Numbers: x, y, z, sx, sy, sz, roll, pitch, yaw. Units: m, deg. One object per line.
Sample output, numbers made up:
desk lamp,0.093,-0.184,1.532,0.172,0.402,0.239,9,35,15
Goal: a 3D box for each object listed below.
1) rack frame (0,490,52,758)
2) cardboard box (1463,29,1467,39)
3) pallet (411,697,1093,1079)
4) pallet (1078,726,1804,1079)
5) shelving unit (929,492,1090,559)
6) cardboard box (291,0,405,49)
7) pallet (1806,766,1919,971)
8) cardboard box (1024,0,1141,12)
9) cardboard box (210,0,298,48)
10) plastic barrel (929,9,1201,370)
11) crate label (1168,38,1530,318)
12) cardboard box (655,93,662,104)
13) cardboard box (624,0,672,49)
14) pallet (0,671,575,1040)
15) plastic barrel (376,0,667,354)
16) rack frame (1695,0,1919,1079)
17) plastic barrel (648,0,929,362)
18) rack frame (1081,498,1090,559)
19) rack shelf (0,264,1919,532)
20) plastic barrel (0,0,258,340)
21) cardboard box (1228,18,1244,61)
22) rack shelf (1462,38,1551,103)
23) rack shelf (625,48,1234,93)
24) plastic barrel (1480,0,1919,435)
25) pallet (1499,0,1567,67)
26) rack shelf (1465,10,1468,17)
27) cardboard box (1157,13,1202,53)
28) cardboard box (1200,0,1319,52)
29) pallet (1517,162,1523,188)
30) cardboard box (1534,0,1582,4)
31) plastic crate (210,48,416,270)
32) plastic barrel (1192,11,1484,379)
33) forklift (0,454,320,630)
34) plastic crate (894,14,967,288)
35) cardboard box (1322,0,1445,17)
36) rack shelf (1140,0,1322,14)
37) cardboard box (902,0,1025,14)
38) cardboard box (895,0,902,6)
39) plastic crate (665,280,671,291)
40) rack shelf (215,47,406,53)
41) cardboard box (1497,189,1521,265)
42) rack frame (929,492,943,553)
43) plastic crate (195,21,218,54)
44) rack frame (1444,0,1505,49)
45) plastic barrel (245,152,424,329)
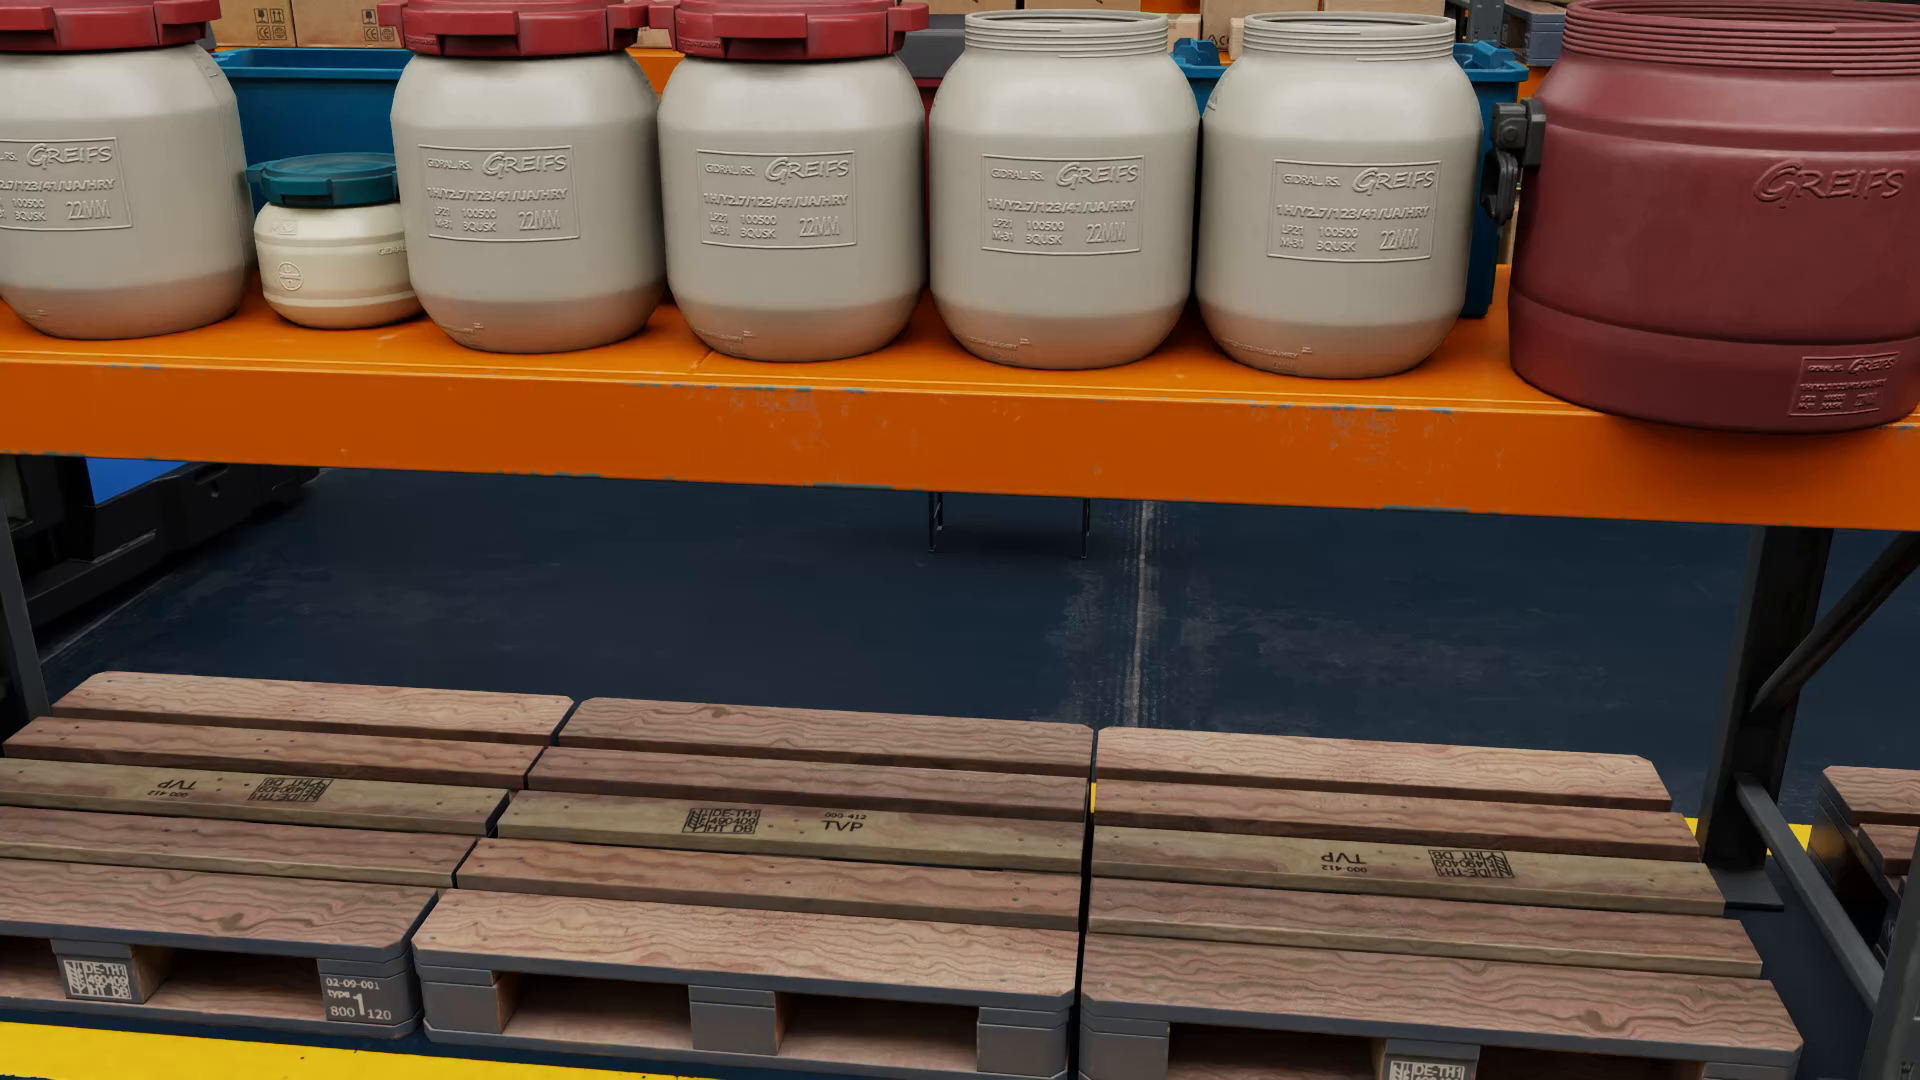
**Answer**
rack frame,-2.346,-0.693,3.112,0.127,3.000,1.000,2,22,6
cardboard box,3.507,-3.253,11.940,0.750,0.750,0.750,2,22,6
pallet,-0.347,0.676,3.443,1.213,0.211,1.003,2,22,6
pallet,0.861,0.729,3.308,1.213,0.211,1.003,2,22,6
shelving unit,0.164,-0.551,5.201,0.503,1.200,0.258,2,22,6
cardboard box,-2.726,-2.585,7.762,0.500,0.500,0.700,2,22,6
pallet,2.414,0.796,3.139,1.213,0.211,1.003,2,22,6
cardboard box,0.544,-2.441,7.398,0.500,0.500,0.500,1,22,3
cardboard box,-3.223,-2.608,7.821,0.500,0.500,0.700,3,22,7
plastic barrel,0.161,-0.556,2.615,0.421,0.512,0.421,0,22,0
crate label,0.671,-0.678,3.026,0.616,0.435,0.502,2,22,6
cardboard box,-2.216,-3.382,12.716,0.500,0.500,0.500,1,22,2
cardboard box,-1.266,-2.426,7.700,0.500,0.250,0.500,4,22,10
pallet,-1.562,0.624,3.575,1.213,0.211,1.003,2,22,6
plastic barrel,-0.693,-0.603,2.699,0.433,0.535,0.433,0,22,0
rack frame,1.626,-0.520,2.674,0.127,3.000,1.000,2,22,6
plastic barrel,-0.264,-0.584,2.652,0.433,0.535,0.433,0,22,0
rack frame,0.407,-0.540,5.174,0.015,1.200,0.240,2,22,6
rack shelf,-0.360,-0.272,3.025,4.000,0.370,1.077,2,22,6
plastic barrel,-1.422,-0.634,2.780,0.433,0.535,0.433,0,22,0
cardboard box,1.287,-2.149,7.138,0.250,0.149,0.380,2,22,6
rack shelf,4.199,-1.907,7.162,4.000,0.370,1.077,2,22,6
rack shelf,0.226,-2.080,7.599,4.000,0.370,1.077,2,22,6
plastic barrel,1.129,-0.492,2.420,0.708,0.536,0.600,2,22,6
pallet,2.894,-2.235,7.274,1.003,0.211,1.213,2,22,6
rack shelf,4.778,-3.716,11.737,4.000,0.370,1.077,2,22,6
cardboard box,0.940,-2.246,7.382,0.250,0.149,0.380,4,22,10
cardboard box,1.347,-2.396,7.541,0.500,0.311,0.500,2,22,6
pallet,3.566,-2.778,12.180,1.213,0.211,1.003,2,22,6
cardboard box,2.851,-2.584,7.188,0.500,0.500,0.700,-5,22,-12
plastic crate,-1.214,-0.751,3.281,0.575,0.384,0.392,2,22,6
plastic barrel,0.579,-0.538,2.569,0.421,0.512,0.421,0,22,0
forklift,-3.136,-1.064,4.146,1.130,2.935,3.031,6,22,15
plastic crate,0.057,-0.731,3.122,0.583,0.464,0.402,2,22,6
cardboard box,1.856,-2.318,7.345,0.500,0.311,0.500,4,22,10
rack shelf,0.806,-3.889,12.175,4.000,0.370,1.077,2,22,6
cardboard box,0.022,-2.464,7.456,0.500,0.500,0.500,3,22,6
cardboard box,-0.476,-2.486,7.511,0.500,0.500,0.500,4,22,10
plastic crate,-0.584,-0.622,3.221,0.662,0.188,0.450,2,22,6
rack shelf,-3.746,-2.253,8.037,4.000,0.370,1.077,2,22,6
cardboard box,2.631,-1.246,7.313,0.500,0.500,0.500,3,22,9
rack frame,-0.078,-0.561,5.228,0.015,1.200,0.240,2,22,6
plastic crate,-1.829,-0.813,3.330,0.583,0.464,0.402,2,22,6
rack frame,2.213,-2.328,7.248,0.127,3.000,1.000,2,22,6
plastic barrel,-1.050,-0.515,2.851,0.301,0.262,0.301,0,22,0
